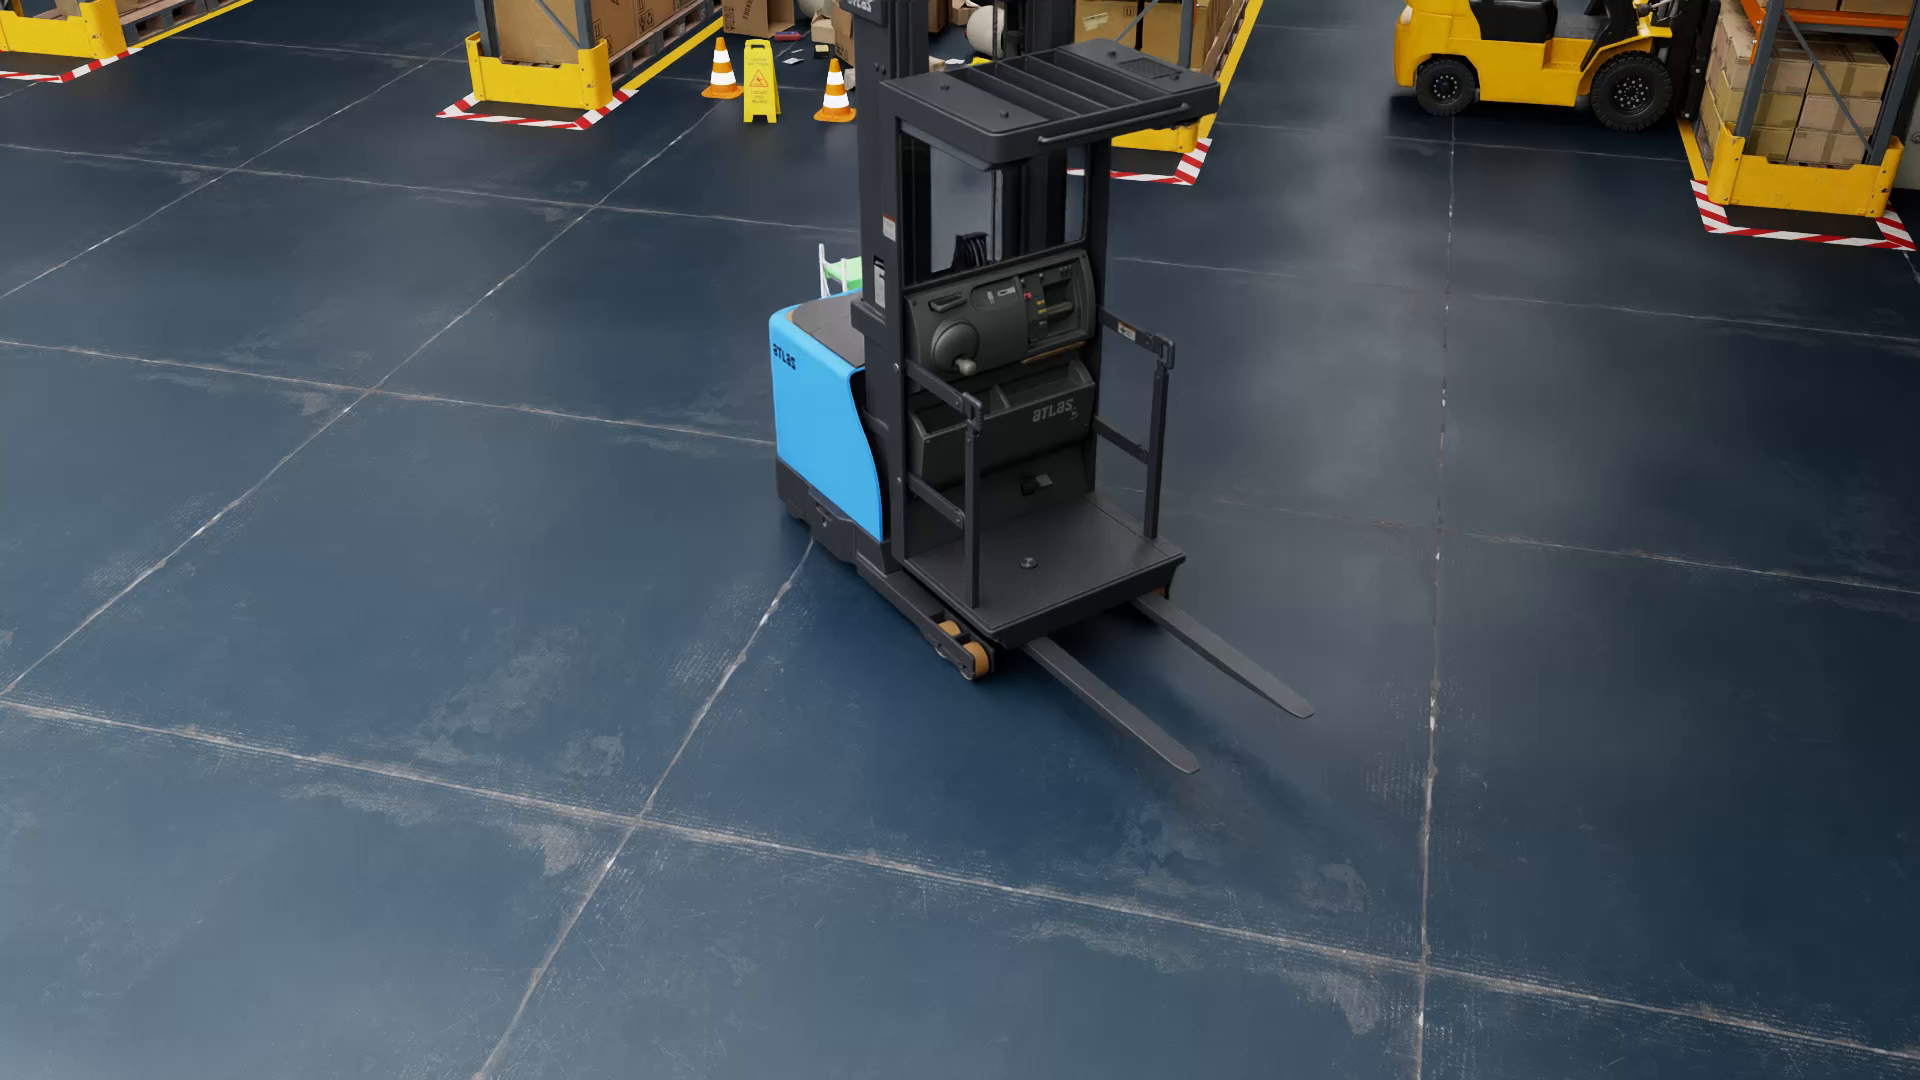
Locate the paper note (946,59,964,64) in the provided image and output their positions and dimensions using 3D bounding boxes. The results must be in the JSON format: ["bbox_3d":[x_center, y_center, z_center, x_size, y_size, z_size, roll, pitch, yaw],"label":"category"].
[{"bbox_3d":[-0.048,-4.338,15.056,0.148,0.019,0.142,20,38,29],"label":"paper note"}]

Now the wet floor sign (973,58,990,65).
[{"bbox_3d":[0.193,-3.467,13.103,0.267,0.644,0.232,20,38,29],"label":"wet floor sign"}]

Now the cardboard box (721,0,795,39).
[{"bbox_3d":[-1.923,-5.112,15.823,0.500,0.500,0.500,14,35,21],"label":"cardboard box"}]

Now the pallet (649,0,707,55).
[{"bbox_3d":[-3.098,-4.915,15.785,1.003,0.211,1.213,8,33,12],"label":"pallet"}]

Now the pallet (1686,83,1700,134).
[{"bbox_3d":[6.544,-3.597,13.711,1.003,0.211,1.213,8,33,12],"label":"pallet"}]

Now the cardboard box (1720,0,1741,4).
[{"bbox_3d":[6.272,-4.251,13.381,0.500,0.250,0.500,7,33,11],"label":"cardboard box"}]

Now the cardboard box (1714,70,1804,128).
[{"bbox_3d":[5.900,-3.263,12.292,0.500,0.250,0.500,8,33,12],"label":"cardboard box"}]

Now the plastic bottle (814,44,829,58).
[{"bbox_3d":[-1.271,-4.494,15.262,0.133,0.061,0.283,-3,33,-4],"label":"plastic bottle"}]

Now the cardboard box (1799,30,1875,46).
[{"bbox_3d":[6.507,-3.662,12.454,0.500,0.250,0.500,8,33,12],"label":"cardboard box"}]

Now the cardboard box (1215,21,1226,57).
[{"bbox_3d":[2.012,-4.360,14.485,0.500,0.250,0.500,10,34,16],"label":"cardboard box"}]

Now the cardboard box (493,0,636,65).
[{"bbox_3d":[-3.429,-4.677,14.400,0.875,0.875,0.875,8,33,13],"label":"cardboard box"}]

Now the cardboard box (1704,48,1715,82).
[{"bbox_3d":[6.148,-3.793,13.125,0.500,0.250,0.500,7,33,11],"label":"cardboard box"}]

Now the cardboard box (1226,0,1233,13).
[{"bbox_3d":[2.145,-4.950,14.713,0.500,0.500,0.500,10,34,15],"label":"cardboard box"}]

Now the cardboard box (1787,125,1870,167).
[{"bbox_3d":[6.392,-2.985,12.321,0.500,0.250,0.500,8,33,13],"label":"cardboard box"}]

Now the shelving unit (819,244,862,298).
[{"bbox_3d":[-0.430,-0.998,8.700,0.503,1.200,0.258,-20,37,-28],"label":"shelving unit"}]

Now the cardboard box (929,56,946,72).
[{"bbox_3d":[-0.345,-4.166,14.664,0.380,0.149,0.250,28,42,36],"label":"cardboard box"}]

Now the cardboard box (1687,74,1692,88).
[{"bbox_3d":[6.274,-3.831,13.652,0.500,0.250,0.500,9,34,14],"label":"cardboard box"}]

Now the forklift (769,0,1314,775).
[{"bbox_3d":[0.310,-0.918,6.962,1.130,2.935,3.031,-20,38,-28],"label":"forklift"}]

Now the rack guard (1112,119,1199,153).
[{"bbox_3d":[1.296,-3.398,13.130,1.175,0.500,0.348,8,33,12],"label":"rack guard"}]

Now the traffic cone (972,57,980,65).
[{"bbox_3d":[0.138,-3.742,13.705,0.336,0.463,0.334,8,33,12],"label":"traffic cone"}]

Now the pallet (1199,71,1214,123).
[{"bbox_3d":[1.536,-3.693,13.863,1.003,0.211,1.213,8,33,12],"label":"pallet"}]

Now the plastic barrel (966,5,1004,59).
[{"bbox_3d":[0.336,-4.605,15.099,0.421,0.421,0.512,-21,38,-29],"label":"plastic barrel"}]

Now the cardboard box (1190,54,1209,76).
[{"bbox_3d":[1.749,-3.812,13.621,0.500,0.250,0.500,8,33,12],"label":"cardboard box"}]

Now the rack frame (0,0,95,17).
[{"bbox_3d":[-8.309,-5.763,14.520,1.000,3.000,0.127,8,33,12],"label":"rack frame"}]

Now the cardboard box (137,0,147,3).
[{"bbox_3d":[-8.016,-5.522,16.079,0.500,0.500,0.500,17,36,25],"label":"cardboard box"}]

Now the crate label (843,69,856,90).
[{"bbox_3d":[-0.883,-3.996,14.408,0.250,0.136,0.298,-8,33,-13],"label":"crate label"}]

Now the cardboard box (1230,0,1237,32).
[{"bbox_3d":[2.276,-4.885,15.310,0.500,0.250,0.500,7,33,11],"label":"cardboard box"}]

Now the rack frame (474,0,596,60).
[{"bbox_3d":[-3.537,-5.035,13.375,1.000,3.000,0.127,8,33,12],"label":"rack frame"}]

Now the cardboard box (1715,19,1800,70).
[{"bbox_3d":[6.018,-3.726,12.555,0.500,0.250,0.500,9,33,13],"label":"cardboard box"}]

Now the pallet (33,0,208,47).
[{"bbox_3d":[-8.049,-5.043,15.985,1.003,0.211,1.213,8,33,12],"label":"pallet"}]

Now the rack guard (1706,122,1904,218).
[{"bbox_3d":[6.073,-2.673,11.988,1.175,0.500,0.348,8,33,12],"label":"rack guard"}]

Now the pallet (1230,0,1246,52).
[{"bbox_3d":[2.155,-4.960,15.855,1.003,0.211,1.213,8,33,12],"label":"pallet"}]

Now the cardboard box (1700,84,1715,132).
[{"bbox_3d":[6.028,-3.300,12.817,0.500,0.250,0.500,8,33,12],"label":"cardboard box"}]

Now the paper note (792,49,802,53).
[{"bbox_3d":[-1.503,-4.509,15.333,0.032,0.001,0.123,28,42,36],"label":"paper note"}]

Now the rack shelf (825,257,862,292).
[{"bbox_3d":[-0.431,-1.350,8.478,0.480,0.148,0.258,-20,37,-28],"label":"rack shelf"}]

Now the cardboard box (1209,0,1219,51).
[{"bbox_3d":[1.883,-4.412,13.867,0.500,0.500,0.500,7,33,11],"label":"cardboard box"}]

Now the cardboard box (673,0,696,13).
[{"bbox_3d":[-2.974,-5.607,15.862,0.875,0.875,0.875,8,33,13],"label":"cardboard box"}]

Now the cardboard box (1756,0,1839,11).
[{"bbox_3d":[5.950,-4.073,11.768,0.500,0.500,0.500,7,33,11],"label":"cardboard box"}]

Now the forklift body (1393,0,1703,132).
[{"bbox_3d":[4.795,-4.614,13.503,2.313,2.155,1.214,8,33,12],"label":"forklift body"}]

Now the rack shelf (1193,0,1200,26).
[{"bbox_3d":[1.784,-5.148,14.223,1.077,0.370,4.000,8,33,12],"label":"rack shelf"}]

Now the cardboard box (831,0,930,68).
[{"bbox_3d":[-0.727,-4.617,15.043,0.797,0.503,0.637,-14,35,-21],"label":"cardboard box"}]

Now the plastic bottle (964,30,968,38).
[{"bbox_3d":[0.150,-4.835,15.799,0.133,0.061,0.283,14,35,21],"label":"plastic bottle"}]

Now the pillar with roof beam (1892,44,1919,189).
[{"bbox_3d":[2.963,-7.096,11.025,9.100,9.000,0.400,8,33,12],"label":"pillar with roof beam"}]
